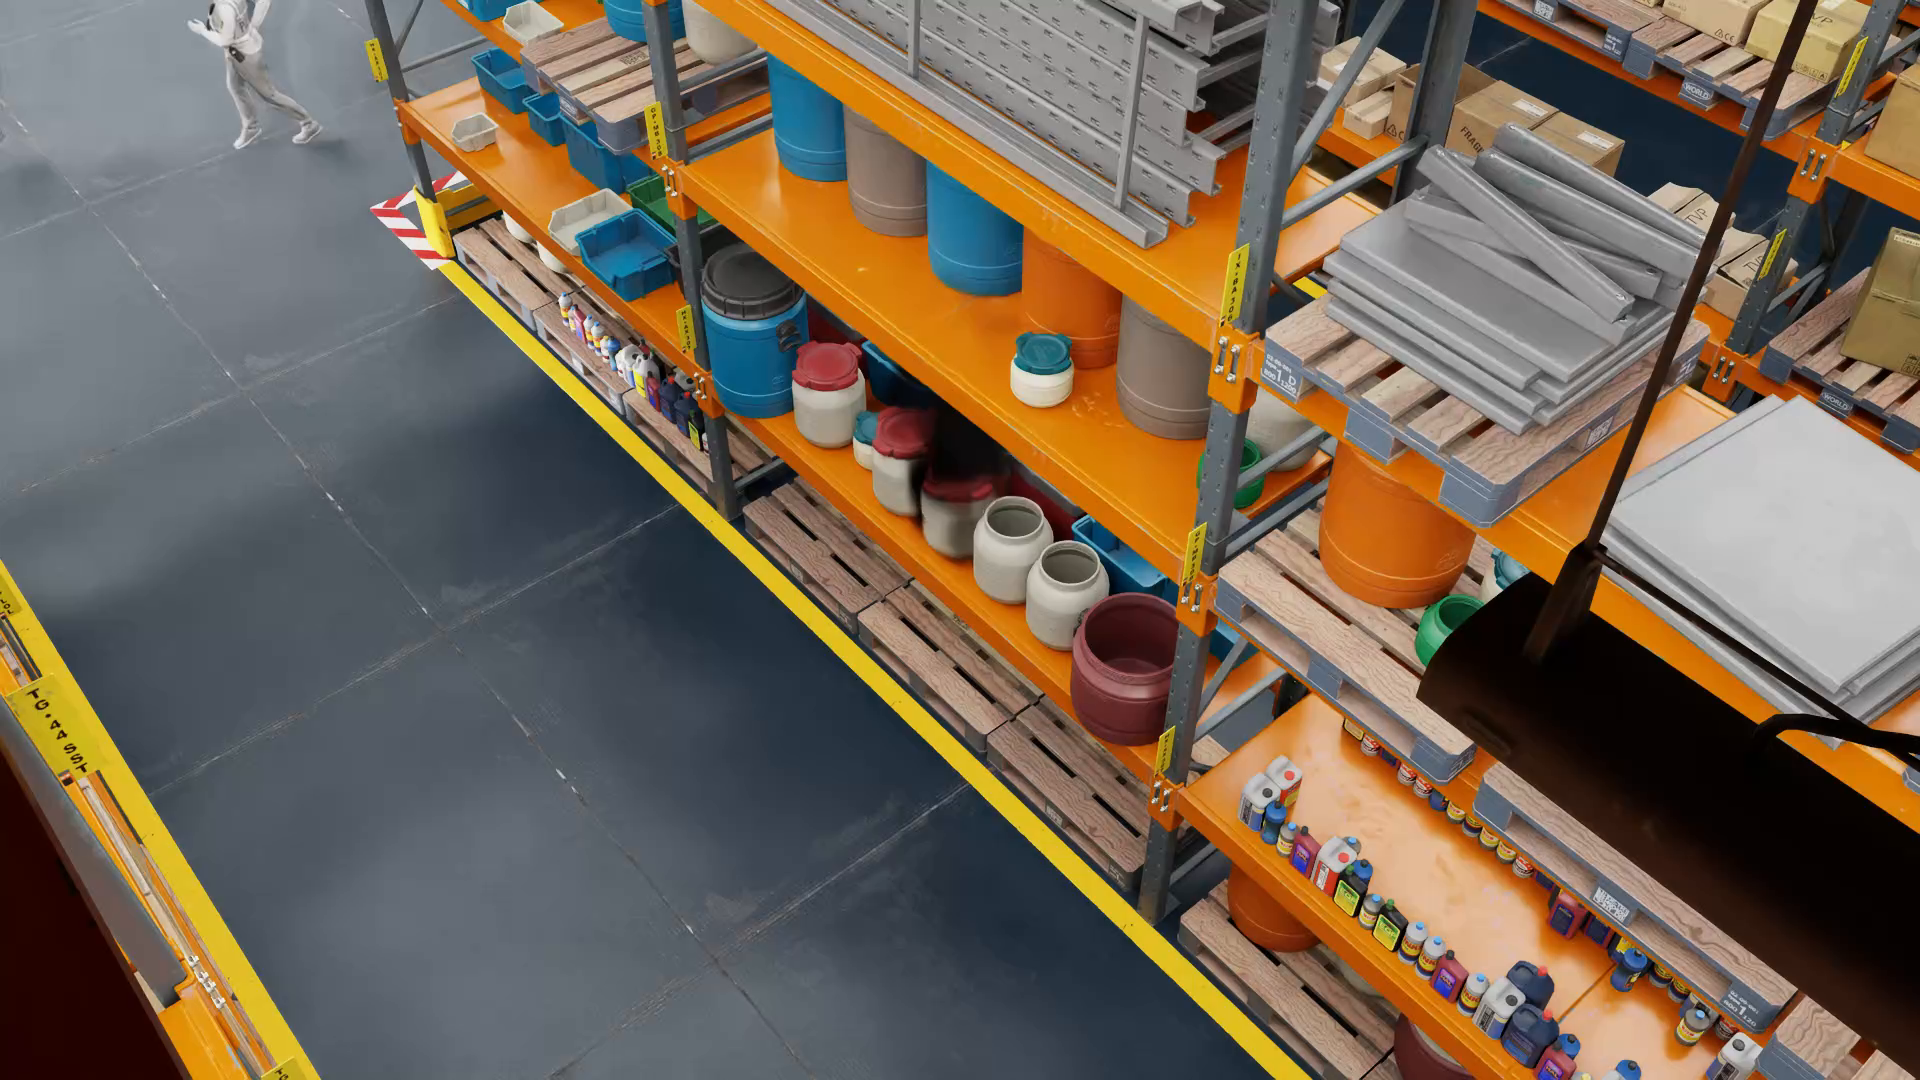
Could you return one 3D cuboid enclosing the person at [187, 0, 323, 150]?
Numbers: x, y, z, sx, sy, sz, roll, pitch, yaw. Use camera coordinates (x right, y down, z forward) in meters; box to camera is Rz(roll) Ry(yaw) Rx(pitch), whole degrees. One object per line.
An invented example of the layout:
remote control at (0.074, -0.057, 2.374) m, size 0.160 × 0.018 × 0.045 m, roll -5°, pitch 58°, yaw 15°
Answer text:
person at (-5.790, -3.940, 13.546) m, size 0.772 × 1.744 × 0.585 m, roll -9°, pitch 47°, yaw -8°
